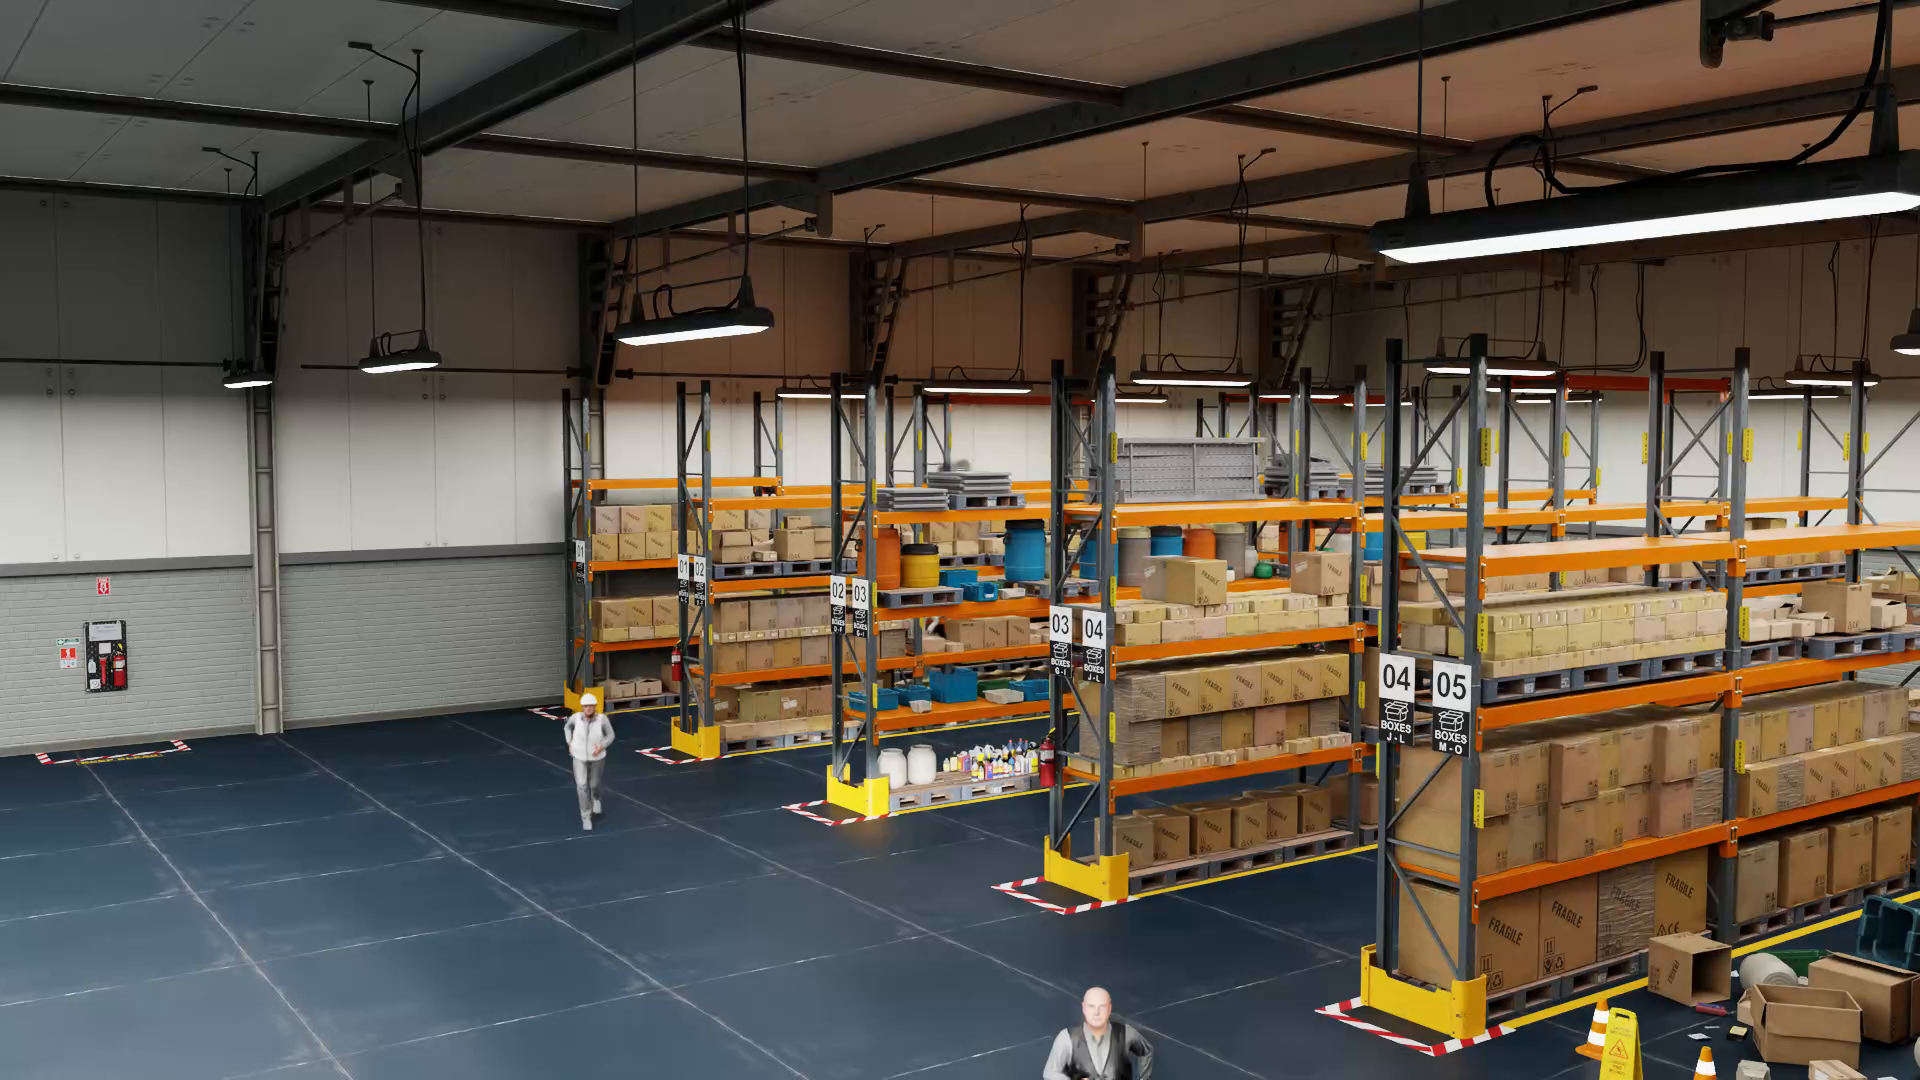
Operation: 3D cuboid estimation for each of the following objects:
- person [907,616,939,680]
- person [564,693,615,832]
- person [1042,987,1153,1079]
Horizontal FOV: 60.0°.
[{"bbox_3d":[-0.836,1.996,32.110,0.685,1.884,0.770,4,5,44],"label":"person"},{"bbox_3d":[-4.896,2.879,22.010,0.673,1.773,0.993,0,4,-6],"label":"person"},{"bbox_3d":[0.851,3.641,10.287,0.672,1.787,0.784,1,4,8],"label":"person"}]
